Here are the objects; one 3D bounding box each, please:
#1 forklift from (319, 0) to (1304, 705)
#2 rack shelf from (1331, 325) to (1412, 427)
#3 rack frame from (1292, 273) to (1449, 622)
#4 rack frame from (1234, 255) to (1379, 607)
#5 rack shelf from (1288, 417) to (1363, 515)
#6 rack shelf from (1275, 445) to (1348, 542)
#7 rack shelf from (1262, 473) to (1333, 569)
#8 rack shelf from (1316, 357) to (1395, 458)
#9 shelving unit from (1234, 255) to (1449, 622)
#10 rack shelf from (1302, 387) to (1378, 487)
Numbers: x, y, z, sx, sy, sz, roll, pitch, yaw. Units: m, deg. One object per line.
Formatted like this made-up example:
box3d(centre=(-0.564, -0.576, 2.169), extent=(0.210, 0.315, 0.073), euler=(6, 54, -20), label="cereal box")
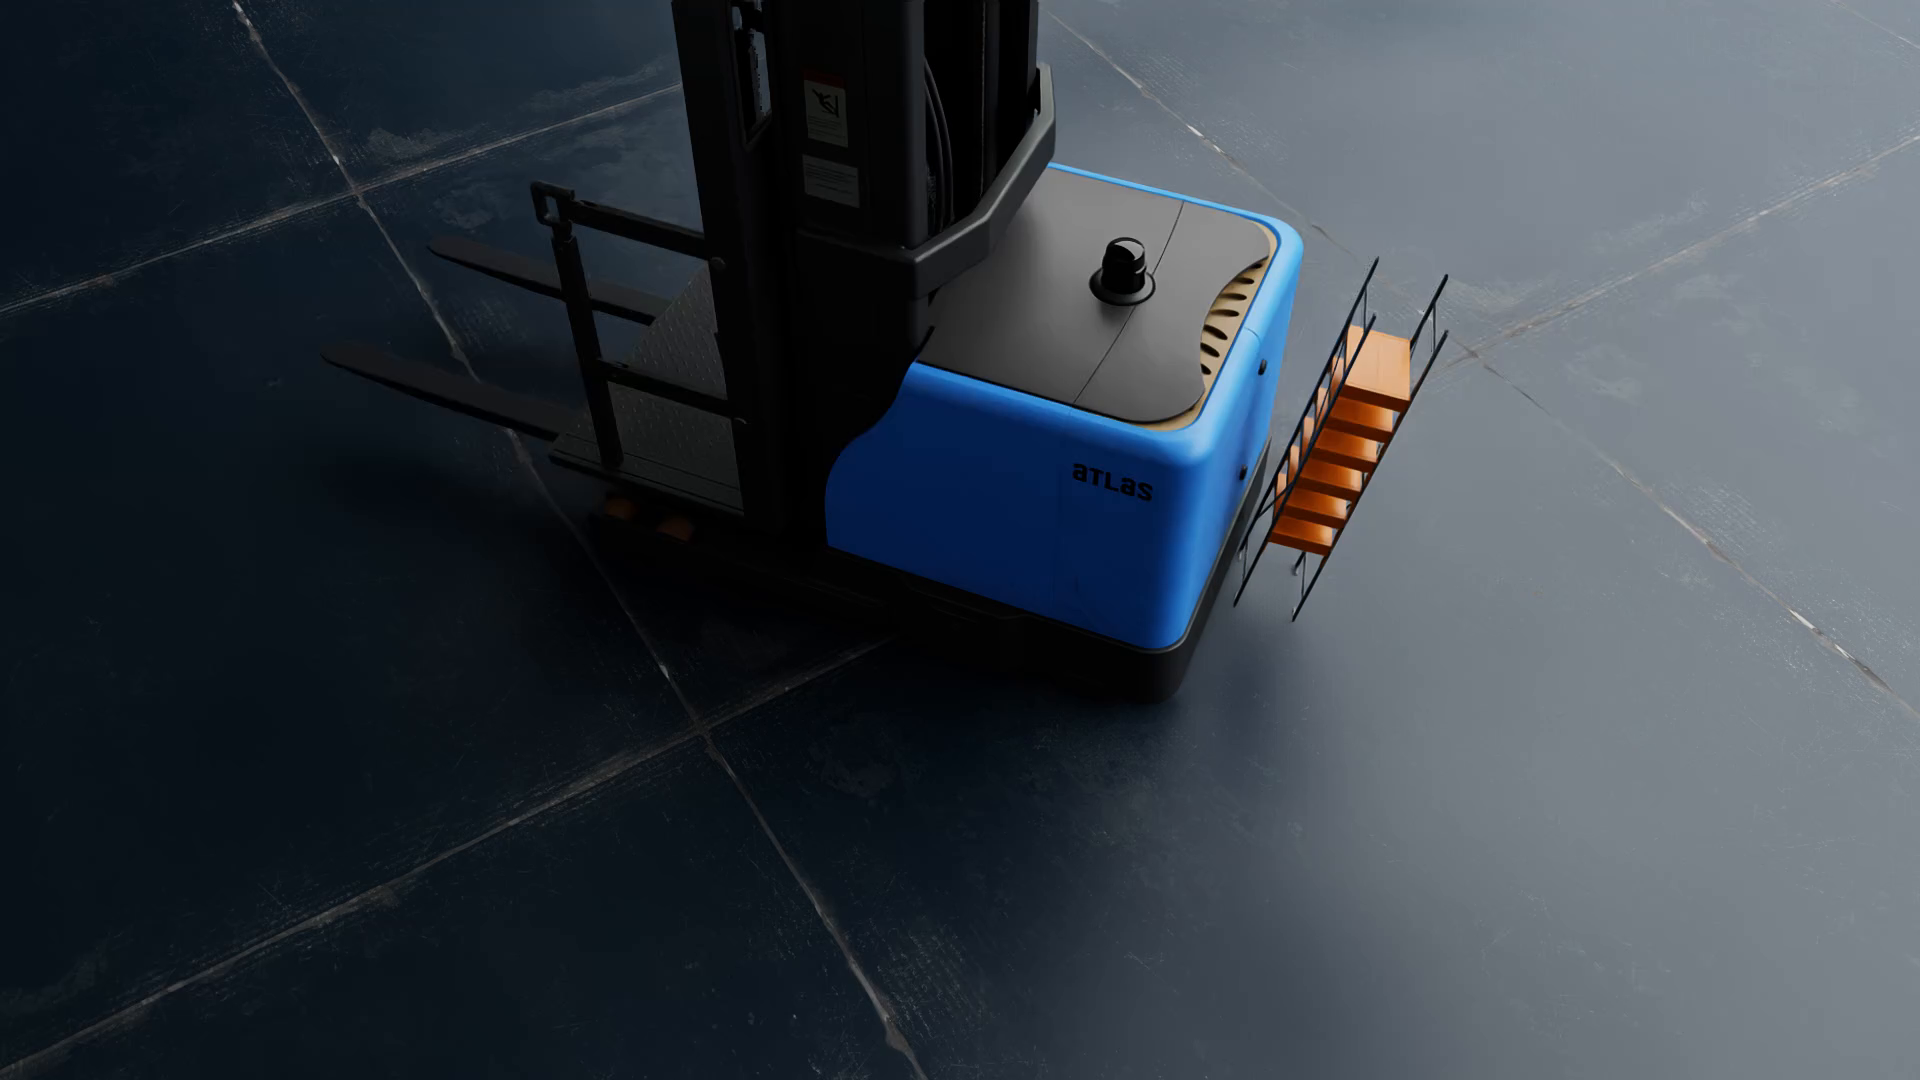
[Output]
box3d(centre=(-0.601, -1.234, 4.386), extent=(3.031, 2.935, 1.130), euler=(18, 51, 15), label="forklift")
box3d(centre=(1.094, -0.441, 4.412), extent=(0.180, 0.103, 0.258), euler=(14, 49, 0), label="rack shelf")
box3d(centre=(1.129, -0.219, 4.651), extent=(0.006, 1.200, 0.240), euler=(14, 49, 0), label="rack frame")
box3d(centre=(0.952, -0.264, 4.650), extent=(0.006, 1.200, 0.240), euler=(14, 49, 0), label="rack frame")
box3d(centre=(1.033, -0.214, 4.684), extent=(0.180, 0.103, 0.258), euler=(14, 49, 0), label="rack shelf")
box3d(centre=(1.013, -0.138, 4.775), extent=(0.180, 0.103, 0.258), euler=(14, 49, 0), label="rack shelf")
box3d(centre=(0.993, -0.062, 4.866), extent=(0.180, 0.103, 0.258), euler=(14, 49, 0), label="rack shelf")
box3d(centre=(1.074, -0.365, 4.503), extent=(0.180, 0.103, 0.258), euler=(14, 49, 0), label="rack shelf")
box3d(centre=(1.041, -0.242, 4.651), extent=(0.189, 1.200, 0.258), euler=(14, 49, 0), label="shelving unit")
box3d(centre=(1.053, -0.289, 4.594), extent=(0.180, 0.103, 0.258), euler=(14, 49, 0), label="rack shelf")
